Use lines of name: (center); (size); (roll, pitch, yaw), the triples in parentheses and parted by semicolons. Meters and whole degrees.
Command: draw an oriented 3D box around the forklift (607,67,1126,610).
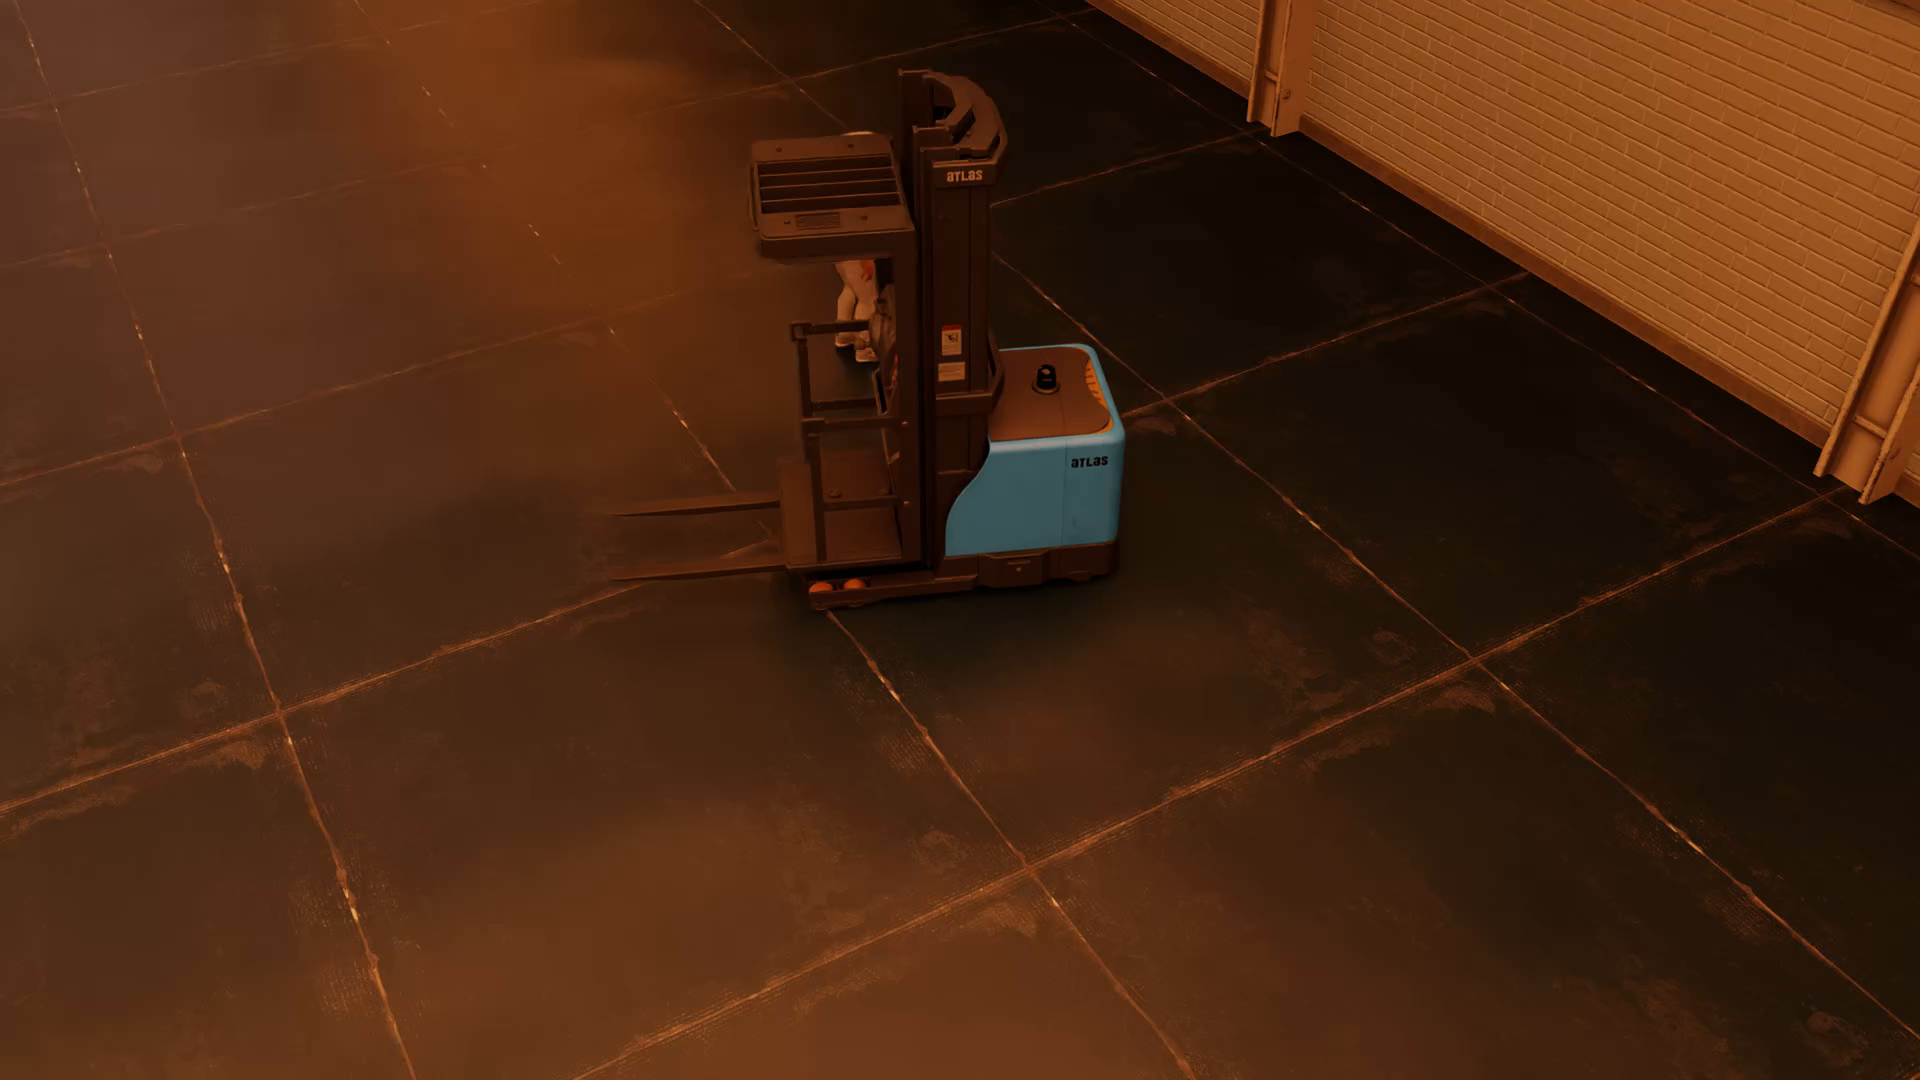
forklift: (-0.604, -1.075, 9.332); (3.031, 2.935, 1.130); (-5, 40, -6)

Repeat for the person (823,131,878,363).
person: (-0.716, -2.017, 11.470); (0.422, 1.654, 0.587); (-13, 41, -15)
